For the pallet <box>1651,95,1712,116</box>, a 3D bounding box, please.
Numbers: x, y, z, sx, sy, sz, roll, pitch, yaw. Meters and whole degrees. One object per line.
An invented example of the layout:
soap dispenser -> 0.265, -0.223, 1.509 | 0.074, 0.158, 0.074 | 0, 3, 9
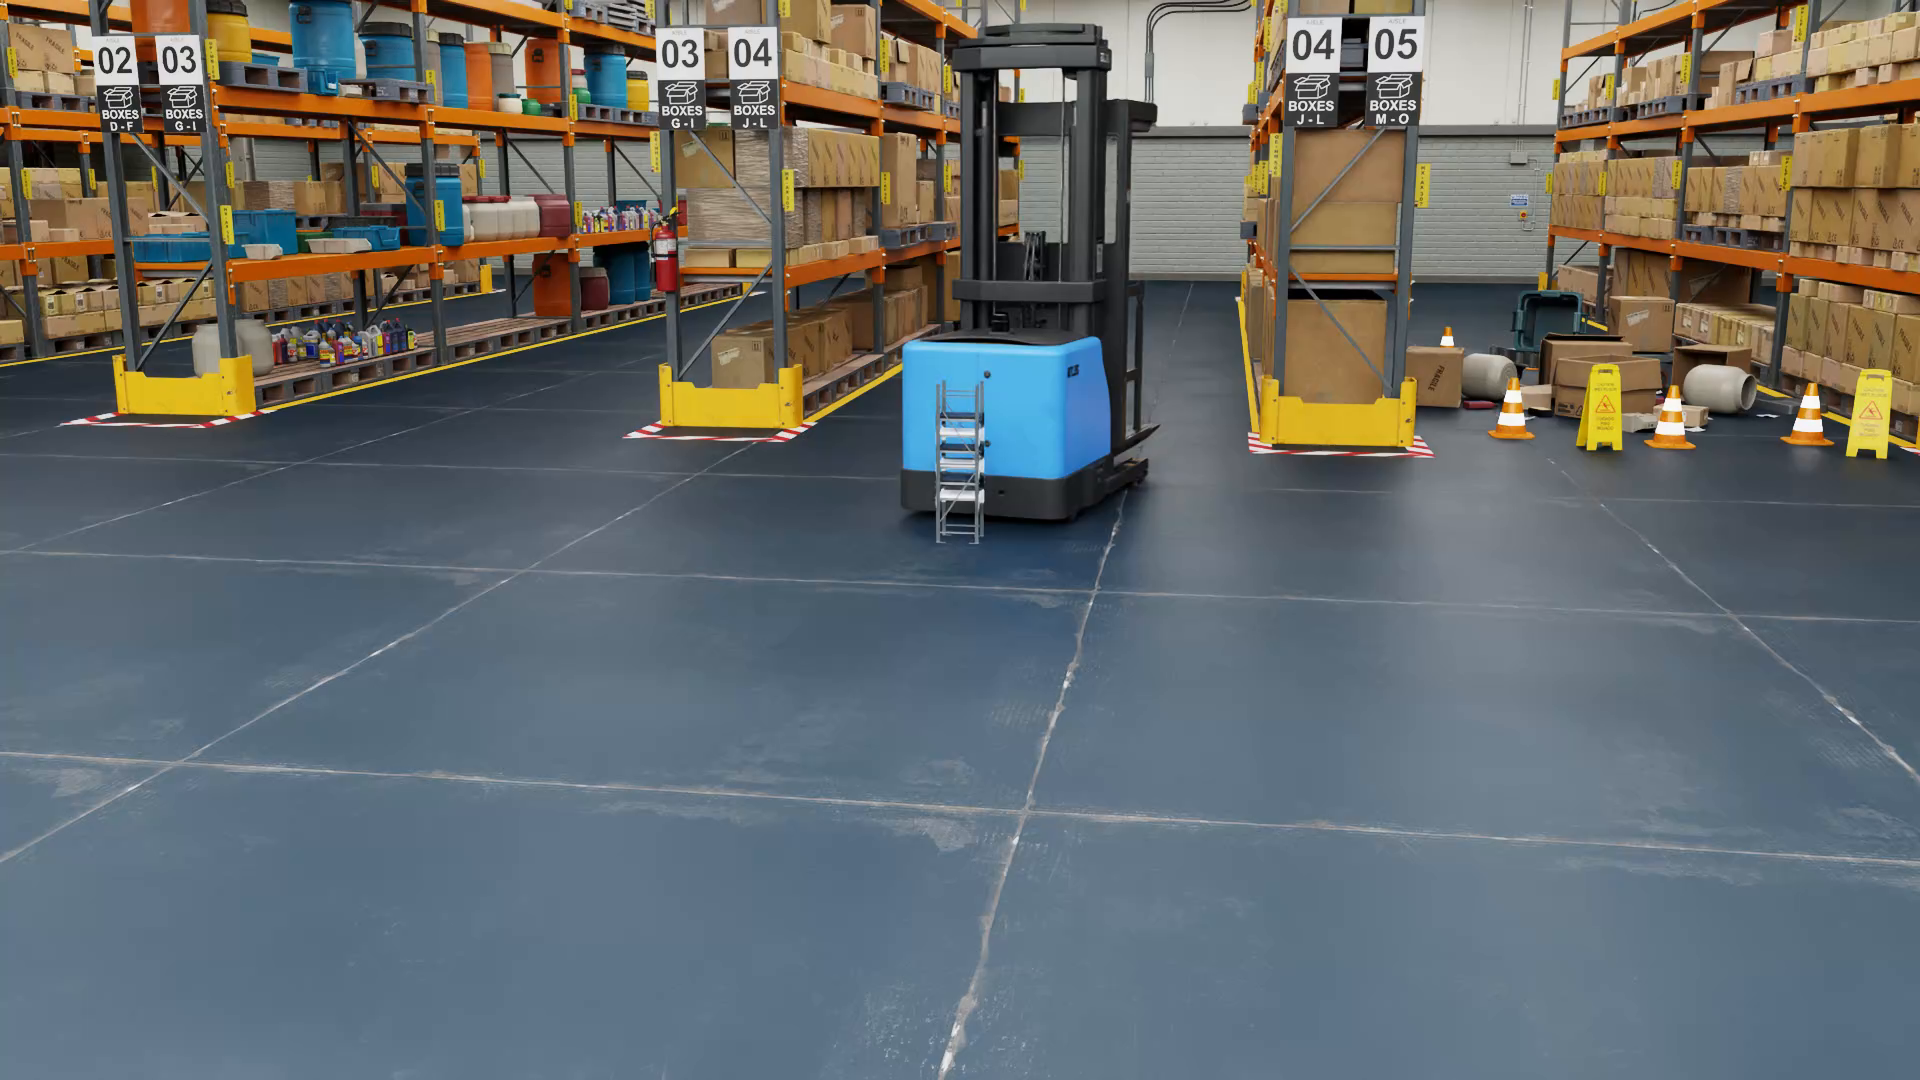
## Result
pallet -> 9.138, -5.279, 20.197 | 1.213, 0.211, 1.003 | 2, 12, 11

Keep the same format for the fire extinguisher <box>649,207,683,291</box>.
fire extinguisher -> -2.404, -2.378, 13.593 | 0.296, 0.674, 0.183 | 2, 12, 9

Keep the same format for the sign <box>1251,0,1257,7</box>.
sign -> 4.879, -9.020, 27.580 | 0.100, 0.325, 0.005 | 2, 12, 9

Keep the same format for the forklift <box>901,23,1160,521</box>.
forklift -> 0.641, -1.811, 10.939 | 1.130, 2.935, 3.031 | 5, 13, 20

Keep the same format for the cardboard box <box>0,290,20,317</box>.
cardboard box -> -11.325, -2.808, 19.603 | 0.500, 0.311, 0.500 | 2, 12, 9

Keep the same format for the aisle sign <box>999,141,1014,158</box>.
aisle sign -> 0.837, -7.032, 28.831 | 0.394, 0.787, 0.004 | 2, 12, 9

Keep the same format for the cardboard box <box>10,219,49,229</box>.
cardboard box -> -11.150, -3.703, 19.873 | 0.396, 0.266, 0.258 | 2, 12, 7

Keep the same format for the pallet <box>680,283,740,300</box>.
pallet -> -4.529, -4.383, 29.328 | 1.003, 0.211, 1.213 | 2, 12, 9

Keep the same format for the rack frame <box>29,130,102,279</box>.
rack frame -> -14.769, -5.404, 27.451 | 1.000, 3.000, 0.127 | 2, 12, 9

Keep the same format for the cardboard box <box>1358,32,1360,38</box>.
cardboard box -> 3.479, -4.112, 13.696 | 0.380, 0.149, 0.250 | 2, 12, 9

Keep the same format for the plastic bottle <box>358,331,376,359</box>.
plastic bottle -> -6.132, -2.017, 17.156 | 0.152, 0.276, 0.135 | 2, 12, 10

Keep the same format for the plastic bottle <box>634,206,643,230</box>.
plastic bottle -> -4.826, -4.819, 24.851 | 0.144, 0.351, 0.185 | 2, 12, 9

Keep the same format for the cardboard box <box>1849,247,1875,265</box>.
cardboard box -> 7.894, -2.439, 14.288 | 0.380, 0.149, 0.250 | 2, 12, 8

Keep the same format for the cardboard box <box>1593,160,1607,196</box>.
cardboard box -> 9.506, -5.247, 24.108 | 0.500, 0.500, 0.500 | 2, 12, 8

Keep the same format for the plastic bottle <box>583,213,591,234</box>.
plastic bottle -> -5.113, -4.340, 22.790 | 0.061, 0.283, 0.133 | 2, 12, 9

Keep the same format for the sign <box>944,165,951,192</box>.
sign -> -0.163, -4.602, 21.167 | 0.100, 0.325, 0.005 | 2, 12, 9

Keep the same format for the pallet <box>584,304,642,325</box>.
pallet -> -5.324, -3.306, 24.334 | 1.003, 0.211, 1.213 | 2, 12, 9

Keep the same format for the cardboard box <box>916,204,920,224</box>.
cardboard box -> -0.690, -3.874, 19.672 | 0.396, 0.266, 0.258 | 2, 12, 7

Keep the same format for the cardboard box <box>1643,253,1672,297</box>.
cardboard box -> 9.421, -3.263, 21.558 | 0.875, 0.875, 0.875 | 2, 12, 9

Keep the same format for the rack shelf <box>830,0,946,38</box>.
rack shelf -> -1.008, -6.059, 18.907 | 1.077, 0.370, 4.000 | 2, 12, 9

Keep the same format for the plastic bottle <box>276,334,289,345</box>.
plastic bottle -> -6.888, -1.946, 16.824 | 0.152, 0.276, 0.135 | 2, 12, 7

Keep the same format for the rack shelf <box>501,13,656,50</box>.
rack shelf -> -5.287, -7.053, 23.516 | 1.077, 0.370, 4.000 | 2, 12, 9

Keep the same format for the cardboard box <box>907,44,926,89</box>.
cardboard box -> -0.686, -5.533, 19.503 | 0.500, 0.500, 0.500 | 2, 12, 10

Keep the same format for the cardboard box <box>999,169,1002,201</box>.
cardboard box -> 0.400, -5.664, 26.524 | 0.500, 0.500, 0.500 | 1, 12, 7

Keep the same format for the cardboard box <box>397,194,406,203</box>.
cardboard box -> -9.450, -5.498, 27.646 | 0.500, 0.500, 0.500 | 2, 12, 10

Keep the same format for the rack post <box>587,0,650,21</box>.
rack post -> -5.140, -7.805, 24.528 | 0.937, 0.300, 0.954 | 2, 12, 8

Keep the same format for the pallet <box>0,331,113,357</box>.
pallet -> -11.029, -2.371, 19.994 | 1.003, 0.211, 1.213 | 2, 12, 9

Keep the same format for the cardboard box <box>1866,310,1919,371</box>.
cardboard box -> 7.804, -1.616, 13.620 | 0.500, 0.500, 0.500 | 2, 12, 11

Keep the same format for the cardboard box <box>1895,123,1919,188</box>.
cardboard box -> 7.809, -3.005, 13.003 | 0.700, 0.500, 0.500 | 2, 12, 9

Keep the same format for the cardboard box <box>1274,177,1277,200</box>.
cardboard box -> 3.217, -3.265, 14.603 | 0.875, 0.550, 0.500 | 2, 12, 9

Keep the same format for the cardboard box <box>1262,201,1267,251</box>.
cardboard box -> 3.386, -3.242, 17.180 | 0.500, 0.500, 0.500 | 2, 12, 8

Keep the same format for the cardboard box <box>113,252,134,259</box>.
cardboard box -> -14.319, -4.923, 28.612 | 0.380, 0.149, 0.250 | 2, 12, 11

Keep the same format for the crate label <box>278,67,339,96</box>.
crate label -> -6.211, -4.358, 15.828 | 0.502, 0.251, 0.408 | 2, 12, 9

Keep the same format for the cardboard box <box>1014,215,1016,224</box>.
cardboard box -> 0.762, -5.494, 28.462 | 0.380, 0.149, 0.250 | 2, 12, 9

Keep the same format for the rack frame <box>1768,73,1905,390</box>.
rack frame -> 8.476, -2.937, 16.000 | 1.000, 3.000, 0.127 | 2, 12, 9

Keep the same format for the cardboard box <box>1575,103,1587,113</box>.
cardboard box -> 9.927, -6.813, 26.230 | 0.380, 0.149, 0.250 | 2, 12, 11

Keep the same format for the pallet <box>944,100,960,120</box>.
pallet -> -0.654, -5.600, 21.687 | 1.213, 0.211, 1.003 | 2, 12, 11

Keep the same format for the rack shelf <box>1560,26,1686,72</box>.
rack shelf -> 10.014, -7.404, 25.145 | 1.077, 0.370, 4.000 | 2, 12, 9

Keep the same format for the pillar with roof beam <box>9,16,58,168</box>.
pillar with roof beam -> -11.262, -8.371, 26.978 | 9.100, 9.000, 0.400 | 2, 12, 9

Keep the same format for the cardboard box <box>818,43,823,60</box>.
cardboard box -> -1.426, -4.332, 14.766 | 0.380, 0.149, 0.250 | 1, 12, 6

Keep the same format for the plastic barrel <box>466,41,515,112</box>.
plastic barrel -> -5.935, -5.798, 20.968 | 0.600, 0.901, 0.600 | 0, 12, 0

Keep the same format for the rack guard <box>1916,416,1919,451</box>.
rack guard -> 7.873, -0.898, 12.473 | 1.175, 0.500, 0.348 | 2, 12, 9

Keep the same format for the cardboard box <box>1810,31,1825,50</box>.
cardboard box -> 8.105, -4.615, 15.371 | 0.380, 0.149, 0.250 | 2, 12, 8

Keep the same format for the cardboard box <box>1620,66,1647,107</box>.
cardboard box -> 9.285, -6.148, 22.548 | 0.500, 0.500, 0.500 | 2, 12, 8

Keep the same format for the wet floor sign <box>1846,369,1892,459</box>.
wet floor sign -> 6.775, -0.948, 12.361 | 0.267, 0.644, 0.232 | 7, 14, 28

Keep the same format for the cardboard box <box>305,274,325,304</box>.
cardboard box -> -9.904, -3.813, 24.955 | 0.500, 0.500, 0.500 | 1, 12, 7

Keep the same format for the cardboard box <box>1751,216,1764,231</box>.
cardboard box -> 8.345, -3.244, 17.027 | 0.380, 0.149, 0.250 | 2, 12, 8

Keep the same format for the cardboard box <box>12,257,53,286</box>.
cardboard box -> -14.874, -4.234, 26.127 | 0.750, 0.750, 0.750 | 2, 12, 10

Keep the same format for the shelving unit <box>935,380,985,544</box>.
shelving unit -> 0.001, -0.442, 9.406 | 0.258, 0.900, 0.210 | 2, 12, 9

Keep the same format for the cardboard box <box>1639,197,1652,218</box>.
cardboard box -> 9.049, -4.263, 21.326 | 0.500, 0.250, 0.500 | 2, 12, 7

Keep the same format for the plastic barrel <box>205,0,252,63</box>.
plastic barrel -> -6.775, -4.591, 15.111 | 0.600, 0.588, 0.600 | 0, 12, 0

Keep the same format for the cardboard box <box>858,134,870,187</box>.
cardboard box -> -1.189, -3.734, 16.383 | 0.500, 0.500, 0.500 | 2, 12, 9
